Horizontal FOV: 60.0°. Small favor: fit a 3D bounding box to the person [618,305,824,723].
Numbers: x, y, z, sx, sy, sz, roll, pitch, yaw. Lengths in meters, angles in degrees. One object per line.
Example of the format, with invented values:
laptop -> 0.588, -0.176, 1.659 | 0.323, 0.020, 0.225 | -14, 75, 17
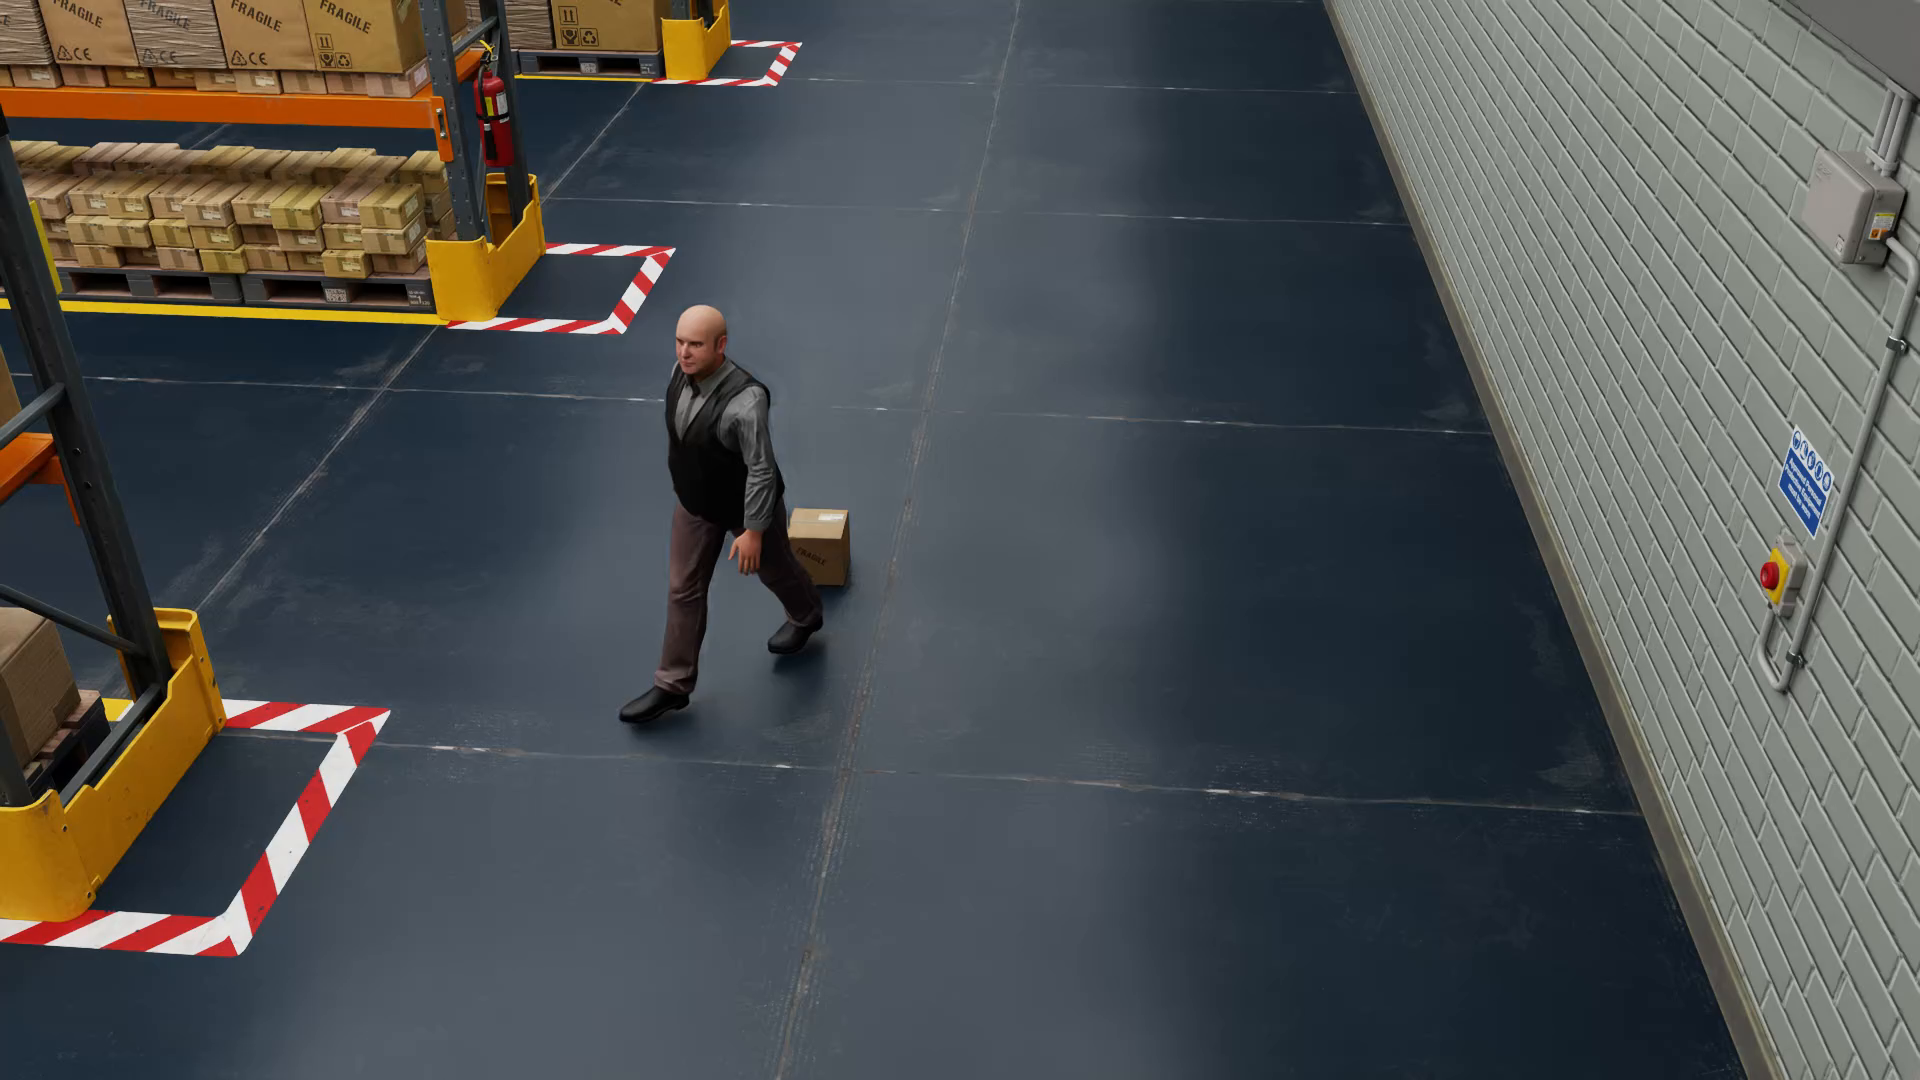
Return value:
person -> -0.887, -0.131, 6.348 | 0.564, 1.662, 1.007 | 20, 37, 29
